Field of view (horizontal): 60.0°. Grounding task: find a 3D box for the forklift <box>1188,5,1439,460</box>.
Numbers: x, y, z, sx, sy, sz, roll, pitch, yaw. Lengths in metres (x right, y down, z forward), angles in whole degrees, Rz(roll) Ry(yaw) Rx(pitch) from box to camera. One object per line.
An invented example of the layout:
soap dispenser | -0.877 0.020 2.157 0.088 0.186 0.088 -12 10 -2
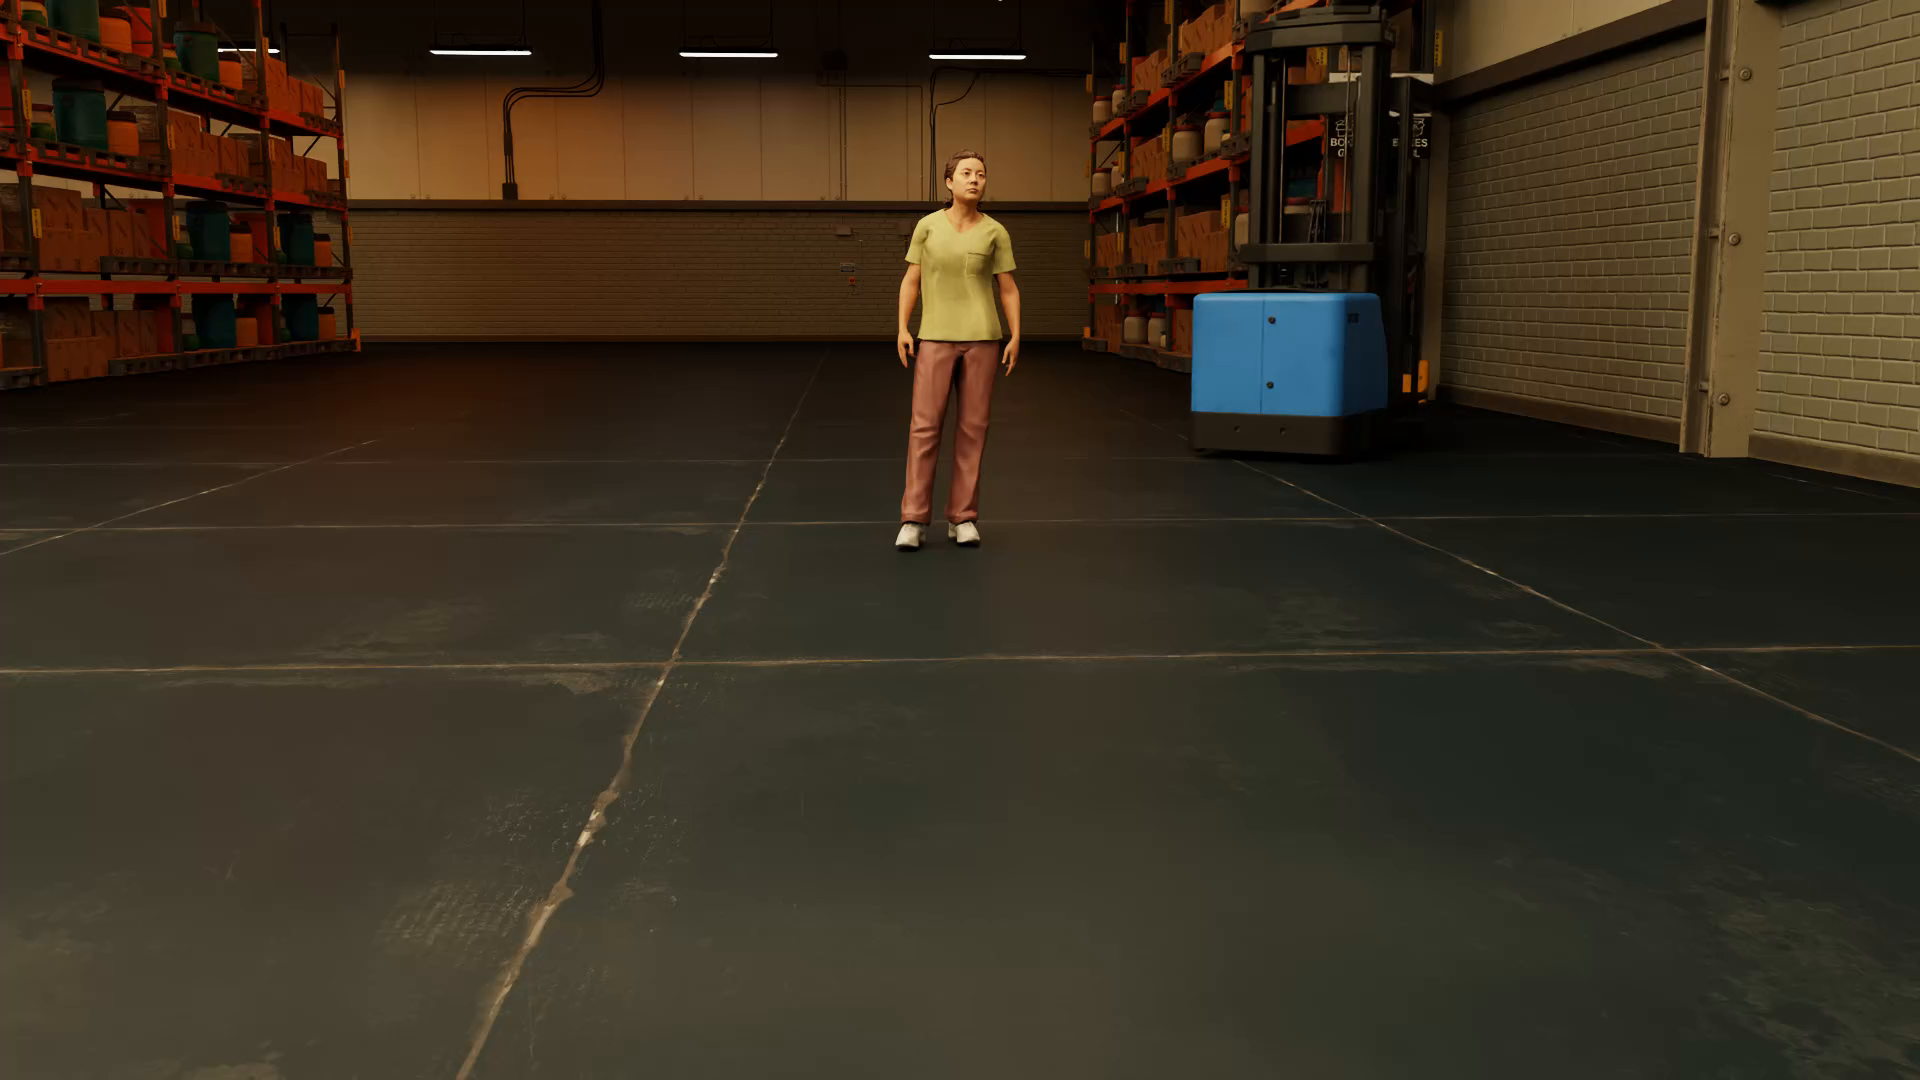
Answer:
forklift | 2.673 -2.133 11.700 1.130 2.935 3.031 5 10 30

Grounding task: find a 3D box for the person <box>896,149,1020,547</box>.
person | -0.007 -0.825 7.112 0.553 1.673 0.548 -1 8 -4
